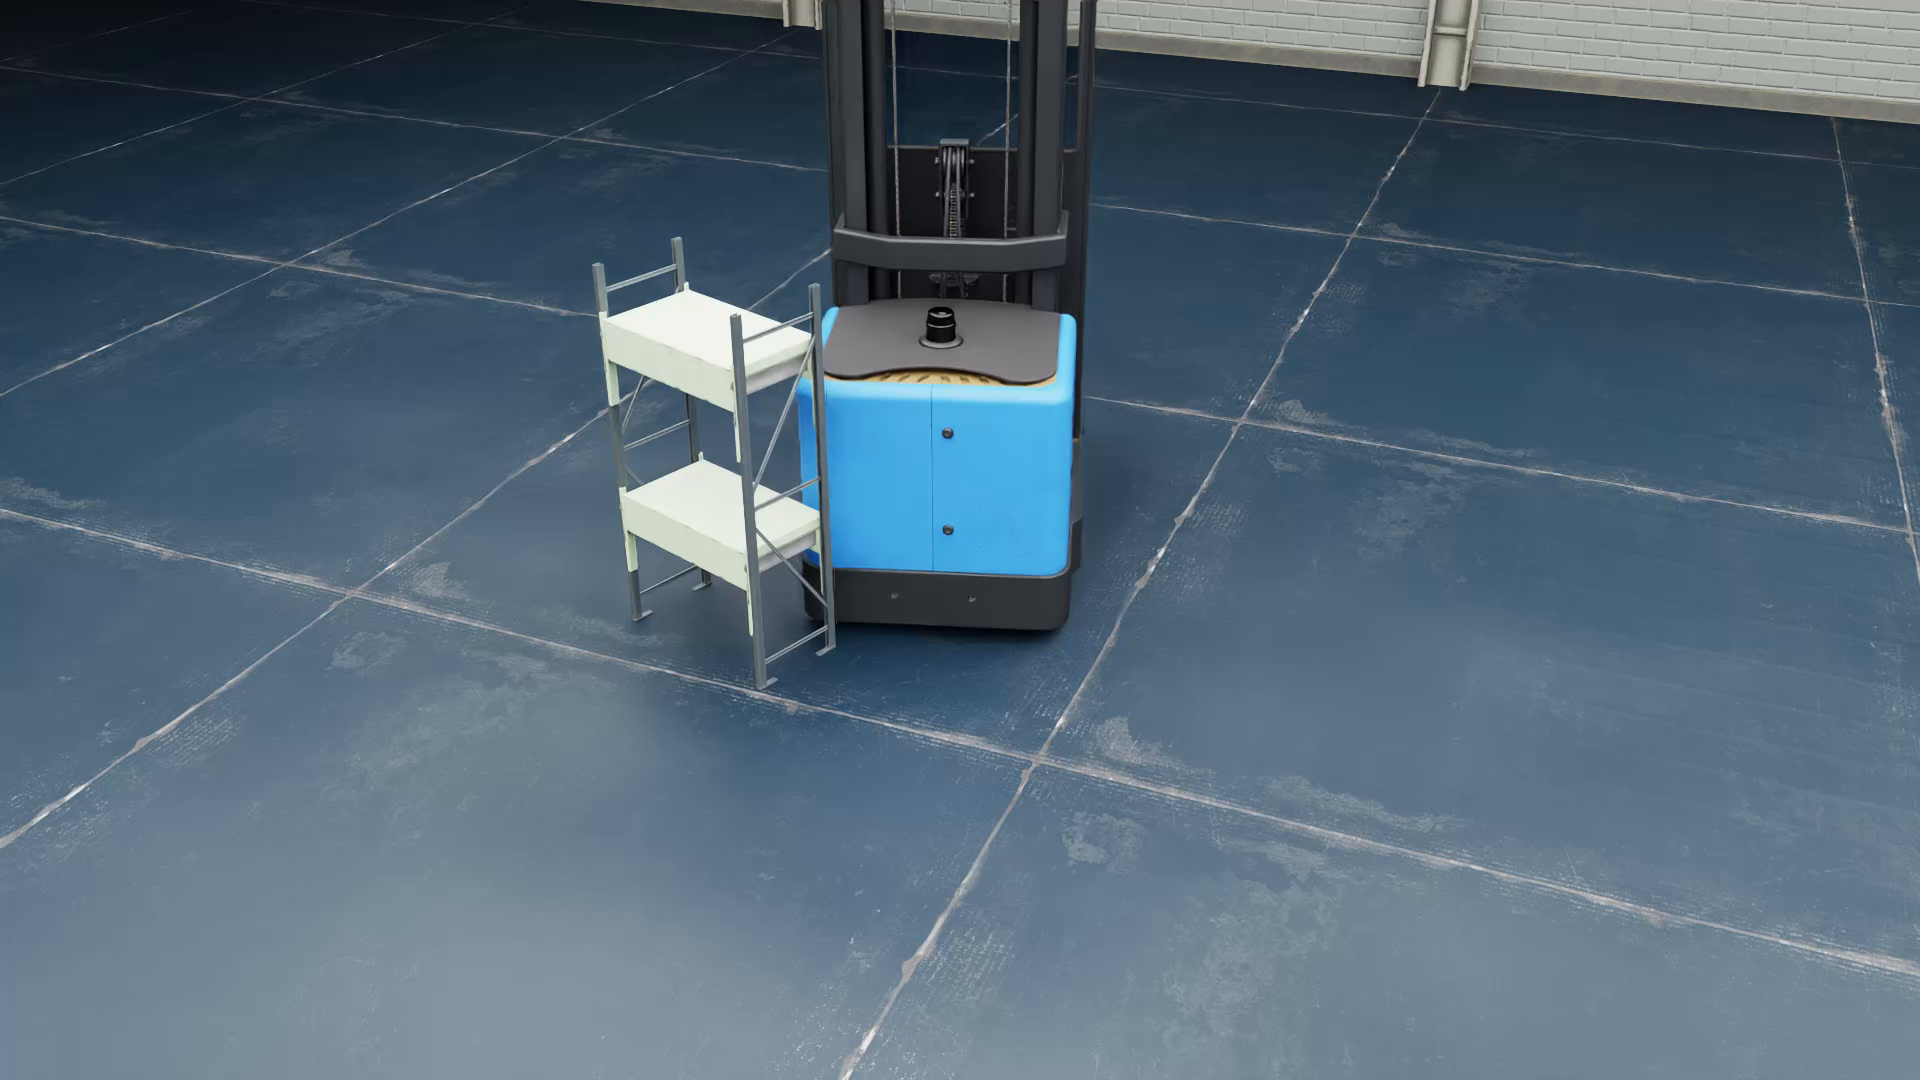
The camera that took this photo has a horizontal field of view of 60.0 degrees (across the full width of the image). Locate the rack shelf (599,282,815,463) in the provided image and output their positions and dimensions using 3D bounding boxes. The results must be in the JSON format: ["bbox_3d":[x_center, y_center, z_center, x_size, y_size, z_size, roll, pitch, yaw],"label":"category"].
[{"bbox_3d":[-0.901,-0.622,6.032,0.720,0.370,0.431,23,37,35],"label":"rack shelf"}]

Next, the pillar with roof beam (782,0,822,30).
[{"bbox_3d":[-3.078,-6.928,10.363,0.400,9.000,9.100,11,31,19],"label":"pillar with roof beam"}]

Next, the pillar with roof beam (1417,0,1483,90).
[{"bbox_3d":[2.482,-5.818,8.399,0.400,9.000,9.100,11,31,19],"label":"pillar with roof beam"}]

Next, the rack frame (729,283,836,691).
[{"bbox_3d":[-0.626,-0.163,6.014,0.023,1.500,0.400,23,37,35],"label":"rack frame"}]

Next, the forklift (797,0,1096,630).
[{"bbox_3d":[0.016,-1.620,7.138,1.130,2.935,3.031,2,30,4],"label":"forklift"}]

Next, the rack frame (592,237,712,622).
[{"bbox_3d":[-1.175,-0.401,6.435,0.023,1.500,0.400,23,37,35],"label":"rack frame"}]

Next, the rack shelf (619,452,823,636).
[{"bbox_3d":[-0.901,0.002,6.385,0.720,0.370,0.431,23,37,35],"label":"rack shelf"}]

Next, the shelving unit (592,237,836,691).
[{"bbox_3d":[-0.901,-0.282,6.225,0.755,1.500,0.431,23,37,35],"label":"shelving unit"}]
